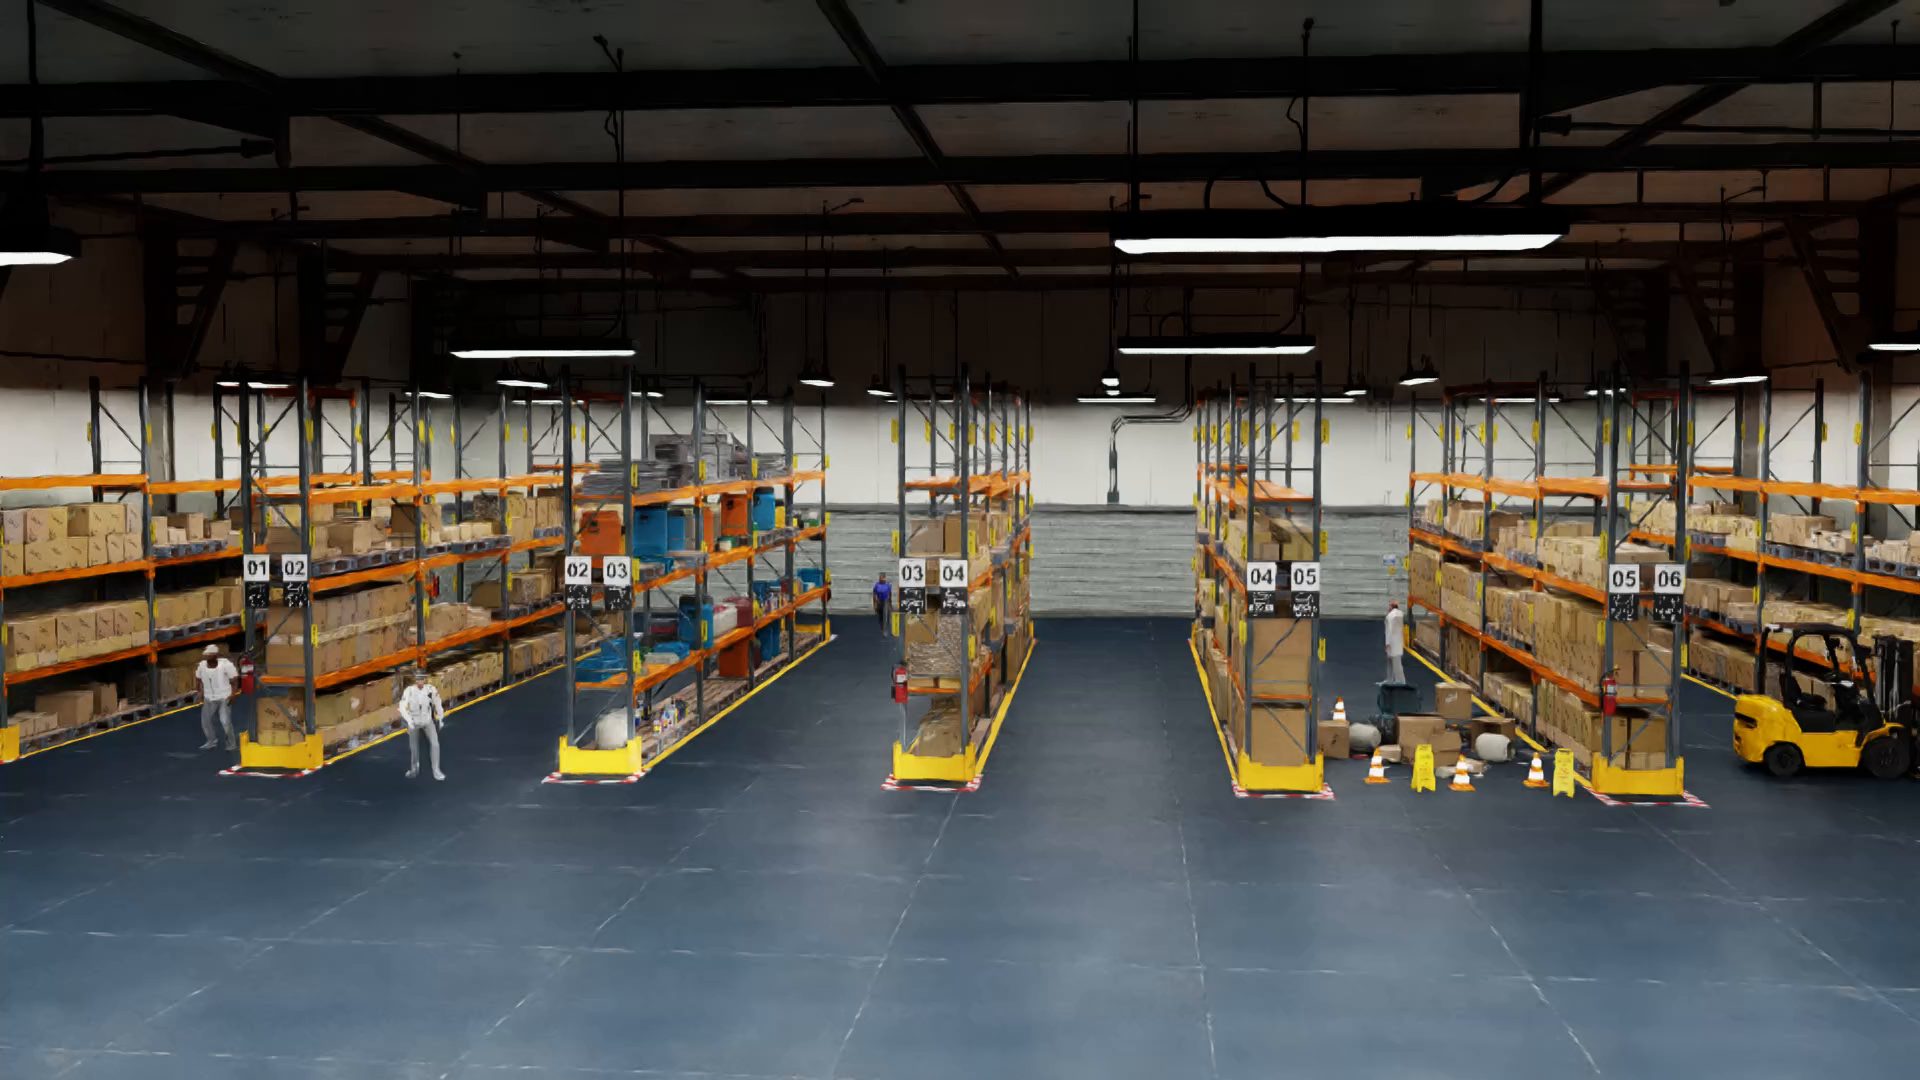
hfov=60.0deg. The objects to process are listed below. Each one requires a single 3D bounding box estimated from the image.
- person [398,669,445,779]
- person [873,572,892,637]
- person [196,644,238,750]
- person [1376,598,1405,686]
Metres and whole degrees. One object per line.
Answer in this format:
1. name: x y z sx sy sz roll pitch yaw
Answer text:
1. person: -7.784 2.645 24.084 0.640 1.618 0.771 -1 4 -14
2. person: -1.919 1.623 41.047 0.447 1.460 1.088 1 4 8
3. person: -11.706 2.475 26.173 0.719 1.713 0.578 0 4 4
4. person: 8.429 2.014 32.453 0.643 1.773 0.673 2 4 29
